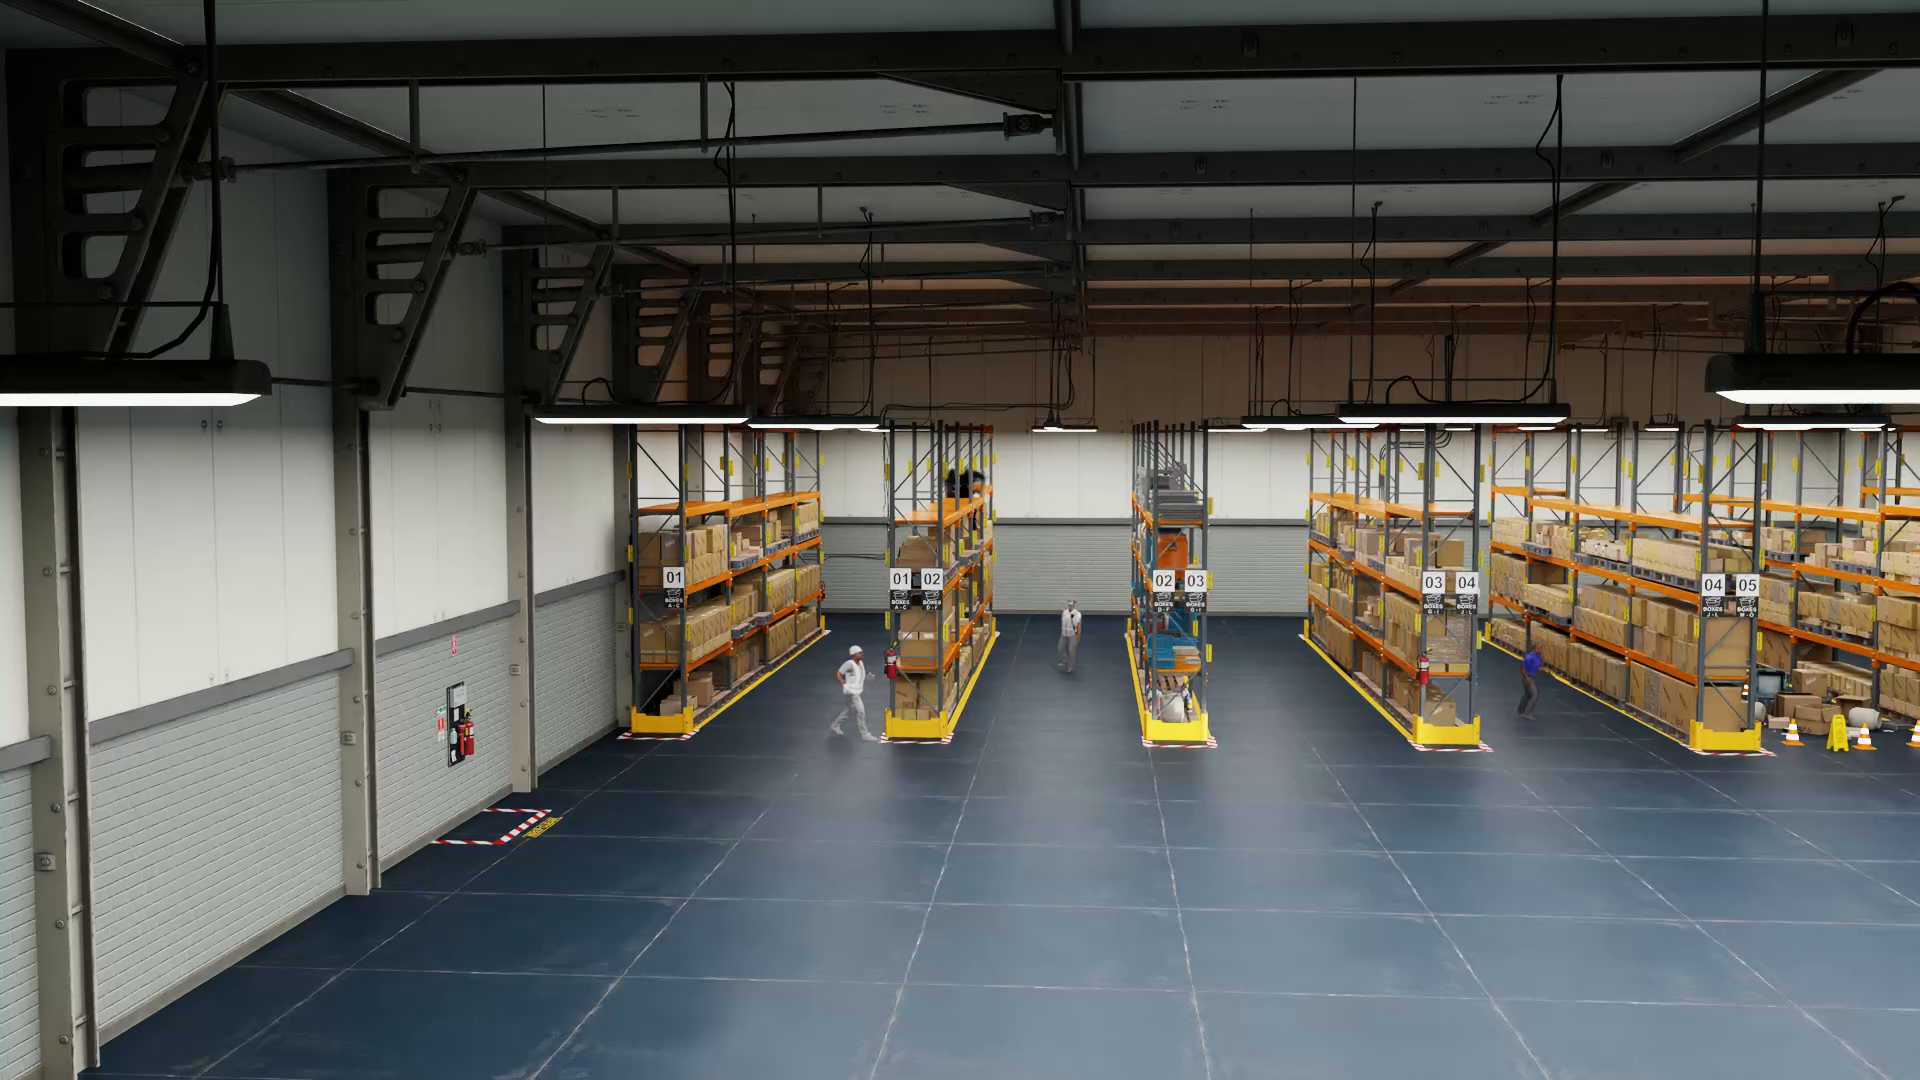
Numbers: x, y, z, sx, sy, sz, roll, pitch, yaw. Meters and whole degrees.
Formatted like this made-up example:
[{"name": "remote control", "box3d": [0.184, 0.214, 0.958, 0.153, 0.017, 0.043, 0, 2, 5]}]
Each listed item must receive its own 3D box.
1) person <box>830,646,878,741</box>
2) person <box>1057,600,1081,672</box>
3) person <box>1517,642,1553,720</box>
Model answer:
[{"name": "person", "box3d": [-2.003, 2.843, 30.966, 1.013, 1.760, 0.692, 1, 4, 16]}, {"name": "person", "box3d": [2.650, 2.317, 40.258, 0.671, 1.788, 0.515, 2, 4, 33]}, {"name": "person", "box3d": [11.565, 2.830, 33.578, 0.760, 1.598, 0.644, 3, 5, 40]}]
